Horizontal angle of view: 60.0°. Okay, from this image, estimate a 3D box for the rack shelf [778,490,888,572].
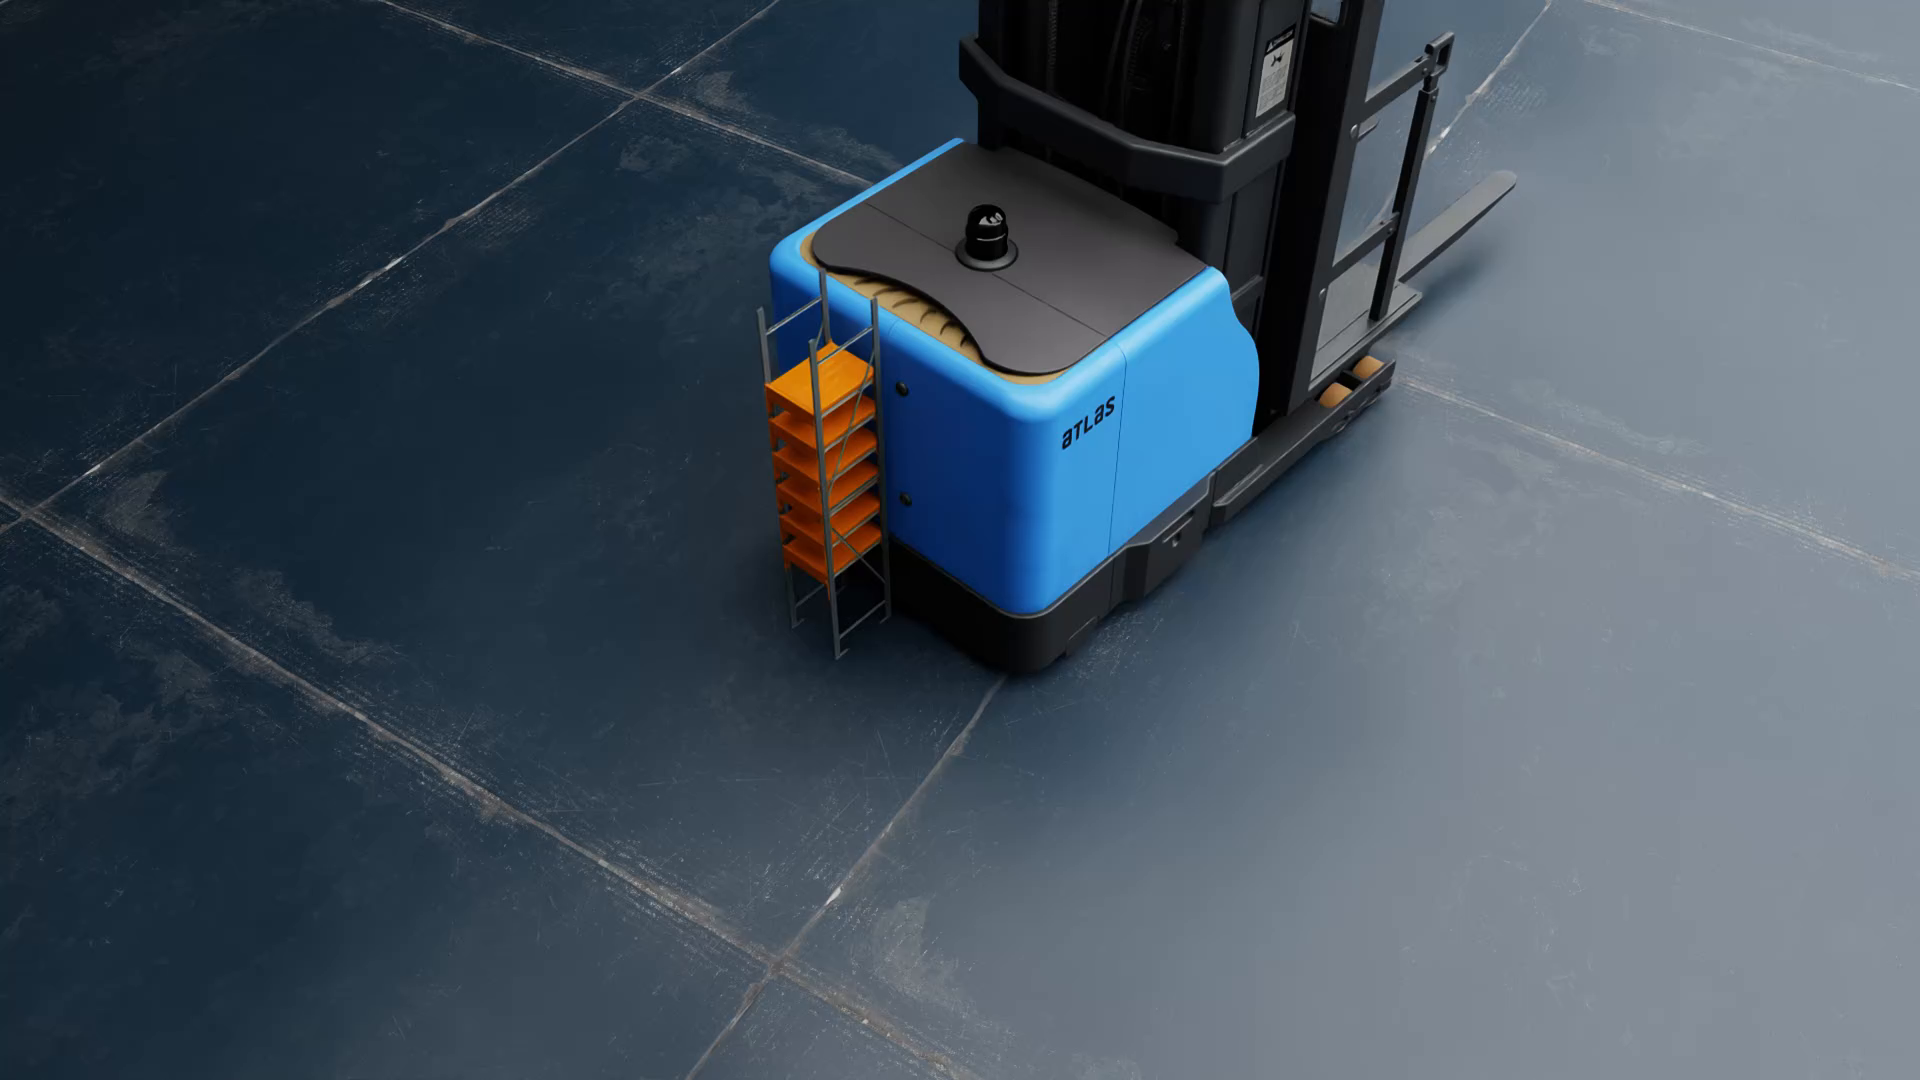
[{"bbox_3d":[-0.357,-0.056,4.697,0.180,0.103,0.258,32,54,28],"label":"rack shelf"}]

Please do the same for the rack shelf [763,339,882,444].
[{"bbox_3d":[-0.357,-0.391,4.353,0.180,0.103,0.258,32,54,28],"label":"rack shelf"}]

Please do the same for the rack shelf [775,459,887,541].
[{"bbox_3d":[-0.357,-0.140,4.611,0.180,0.103,0.258,32,54,28],"label":"rack shelf"}]

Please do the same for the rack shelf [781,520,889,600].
[{"bbox_3d":[-0.357,0.027,4.783,0.180,0.103,0.258,32,54,28],"label":"rack shelf"}]

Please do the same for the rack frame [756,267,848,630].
[{"bbox_3d":[-0.425,-0.214,4.622,0.006,1.200,0.240,32,54,28],"label":"rack frame"}]

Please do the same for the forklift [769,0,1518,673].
[{"bbox_3d":[0.831,-1.607,4.768,1.130,2.935,3.031,34,55,28],"label":"forklift"}]

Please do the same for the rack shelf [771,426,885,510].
[{"bbox_3d":[-0.357,-0.224,4.525,0.180,0.103,0.258,32,54,28],"label":"rack shelf"}]

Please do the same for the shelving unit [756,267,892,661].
[{"bbox_3d":[-0.357,-0.171,4.579,0.189,1.200,0.258,32,54,28],"label":"shelving unit"}]

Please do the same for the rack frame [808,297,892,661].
[{"bbox_3d":[-0.288,-0.127,4.537,0.006,1.200,0.240,32,54,28],"label":"rack frame"}]

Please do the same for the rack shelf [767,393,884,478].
[{"bbox_3d":[-0.357,-0.307,4.439,0.180,0.103,0.258,32,54,28],"label":"rack shelf"}]
